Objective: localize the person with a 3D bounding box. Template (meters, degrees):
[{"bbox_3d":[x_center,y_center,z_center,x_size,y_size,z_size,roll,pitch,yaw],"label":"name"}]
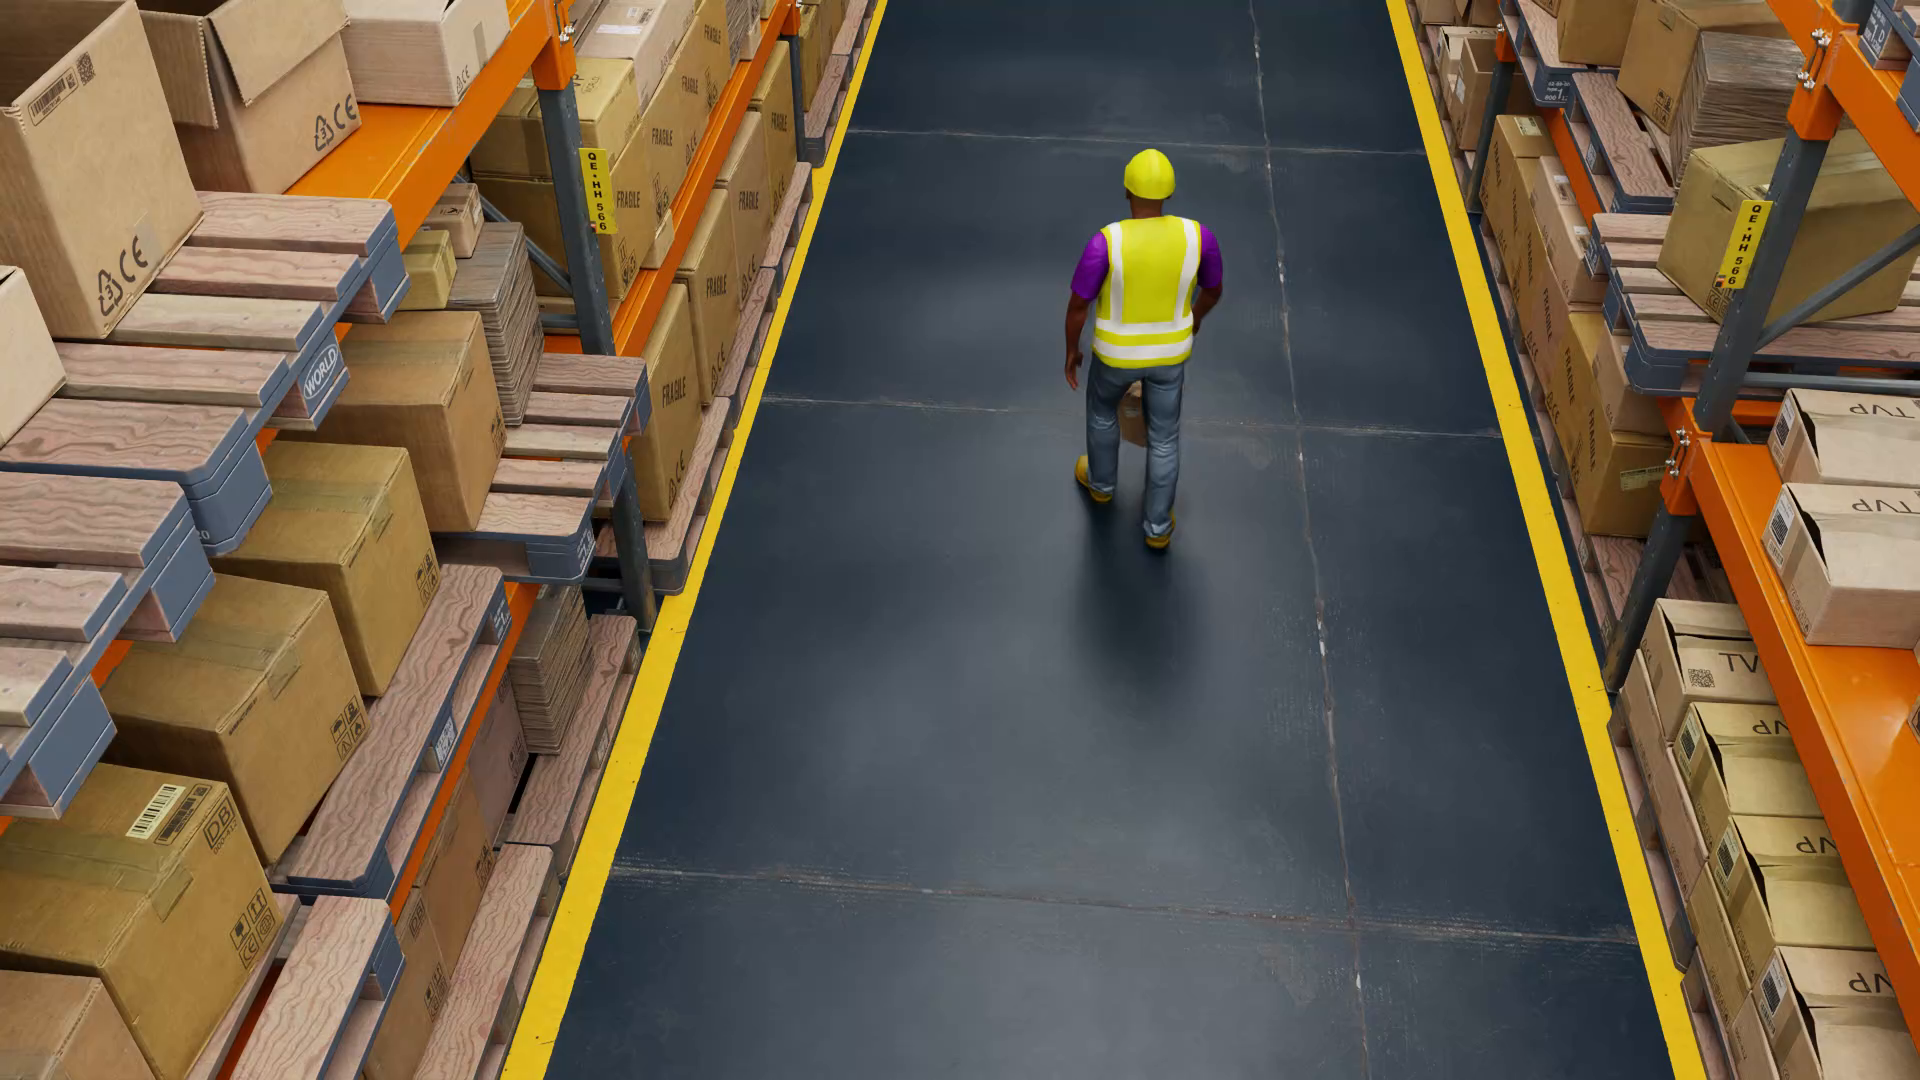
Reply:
[{"bbox_3d":[0.773,-0.810,7.117,0.670,1.747,0.688,-2,40,-2],"label":"person"}]
